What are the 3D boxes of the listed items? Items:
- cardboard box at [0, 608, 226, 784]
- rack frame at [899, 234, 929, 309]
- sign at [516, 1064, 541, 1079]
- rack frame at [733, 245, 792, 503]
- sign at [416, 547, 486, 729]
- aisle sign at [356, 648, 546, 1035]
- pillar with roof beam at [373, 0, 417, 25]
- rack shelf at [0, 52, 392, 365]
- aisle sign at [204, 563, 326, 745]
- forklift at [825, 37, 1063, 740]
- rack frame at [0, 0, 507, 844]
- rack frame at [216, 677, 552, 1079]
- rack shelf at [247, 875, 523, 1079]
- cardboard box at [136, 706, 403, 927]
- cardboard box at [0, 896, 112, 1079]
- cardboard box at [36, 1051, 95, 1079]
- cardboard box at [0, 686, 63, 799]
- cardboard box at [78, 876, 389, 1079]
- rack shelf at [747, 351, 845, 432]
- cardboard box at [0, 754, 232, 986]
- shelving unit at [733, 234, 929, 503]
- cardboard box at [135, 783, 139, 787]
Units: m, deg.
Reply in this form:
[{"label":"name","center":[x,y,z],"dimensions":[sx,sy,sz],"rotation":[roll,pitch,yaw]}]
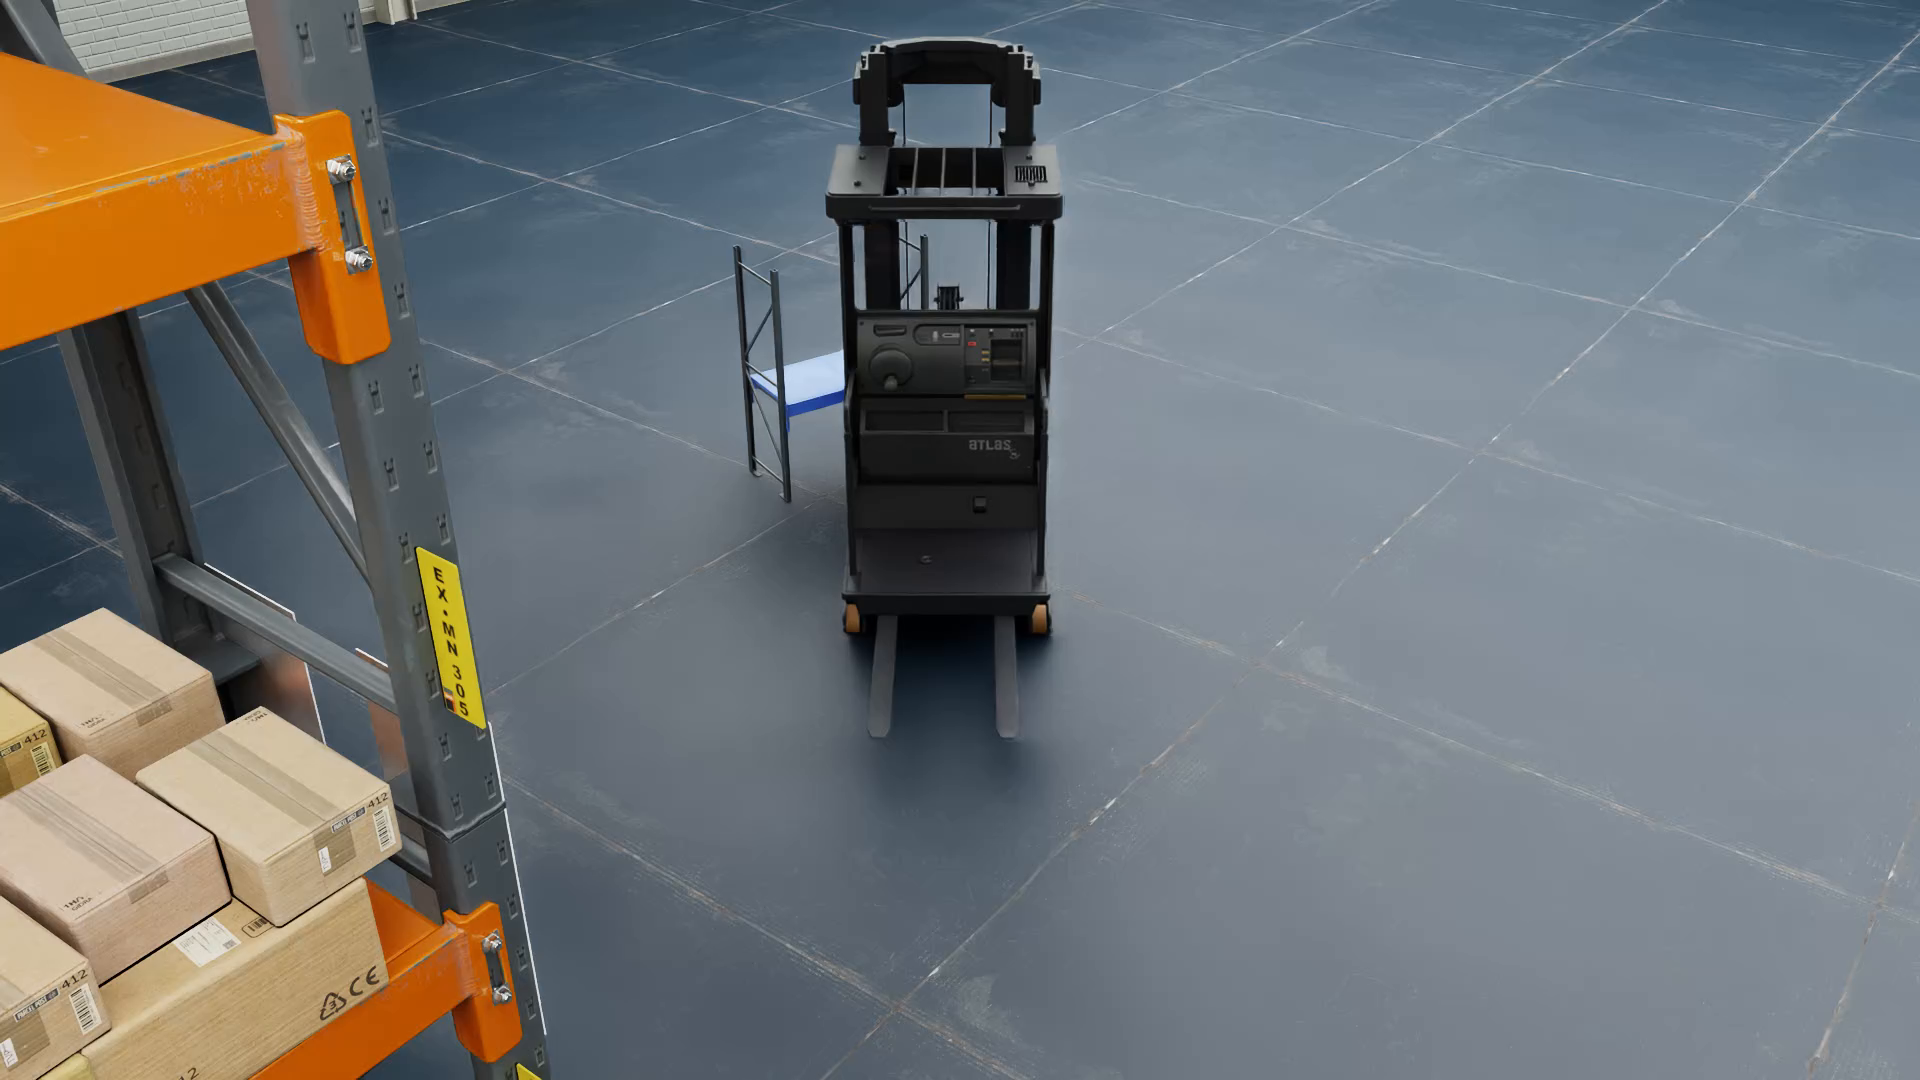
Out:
[{"label":"cardboard box","center":[-1.629,0.302,3.169],"dimensions":[0.380,0.149,0.250],"rotation":[21,36,31]},{"label":"rack frame","center":[-0.341,-1.274,10.486],"dimensions":[0.032,1.500,0.500],"rotation":[-19,36,-29]},{"label":"sign","center":[-0.848,1.204,3.388],"dimensions":[0.100,0.325,0.005],"rotation":[21,37,31]},{"label":"rack frame","center":[-1.185,-0.985,9.998],"dimensions":[0.032,1.500,0.500],"rotation":[-19,36,-29]},{"label":"sign","center":[-0.848,0.167,2.773],"dimensions":[0.100,0.325,0.005],"rotation":[21,37,31]},{"label":"aisle sign","center":[-1.001,0.608,3.289],"dimensions":[0.394,0.787,0.004],"rotation":[21,37,31]},{"label":"pillar with roof beam","center":[-3.601,-9.045,16.243],"dimensions":[9.100,9.000,0.400],"rotation":[21,37,31]},{"label":"rack shelf","center":[-2.485,0.202,1.349],"dimensions":[1.077,0.370,4.000],"rotation":[21,37,31]},{"label":"aisle sign","center":[-1.480,0.423,3.601],"dimensions":[0.394,0.787,0.004],"rotation":[21,37,31]},{"label":"forklift","center":[-0.069,-0.911,8.470],"dimensions":[1.130,2.935,3.031],"rotation":[0,31,0]},{"label":"rack frame","center":[-1.278,-0.922,2.536],"dimensions":[1.000,3.000,0.127],"rotation":[21,37,31]},{"label":"rack frame","center":[-1.278,1.659,4.066],"dimensions":[1.000,3.000,0.127],"rotation":[21,37,31]},{"label":"rack shelf","center":[-2.485,1.491,2.112],"dimensions":[1.077,0.370,4.000],"rotation":[21,37,31]},{"label":"cardboard box","center":[-1.197,0.471,2.885],"dimensions":[0.380,0.149,0.250],"rotation":[21,37,31]},{"label":"cardboard box","center":[-1.525,0.685,2.523],"dimensions":[0.380,0.149,0.250],"rotation":[19,36,29]},{"label":"cardboard box","center":[-1.666,0.911,2.532],"dimensions":[0.500,0.250,0.500],"rotation":[21,37,32]},{"label":"cardboard box","center":[-1.862,0.378,3.041],"dimensions":[0.380,0.149,0.250],"rotation":[22,37,32]},{"label":"cardboard box","center":[-1.367,0.707,2.876],"dimensions":[0.500,0.250,0.500],"rotation":[22,37,32]},{"label":"rack shelf","center":[-0.763,-0.975,10.334],"dimensions":[1.000,0.185,0.538],"rotation":[-19,36,-29]},{"label":"cardboard box","center":[-1.448,0.540,2.767],"dimensions":[0.380,0.149,0.250],"rotation":[20,36,30]},{"label":"shelving unit","center":[-0.763,-1.129,10.242],"dimensions":[1.048,1.500,0.538],"rotation":[-19,36,-29]},{"label":"cardboard box","center":[-1.775,0.549,3.143],"dimensions":[0.500,0.250,0.500],"rotation":[22,37,33]}]
